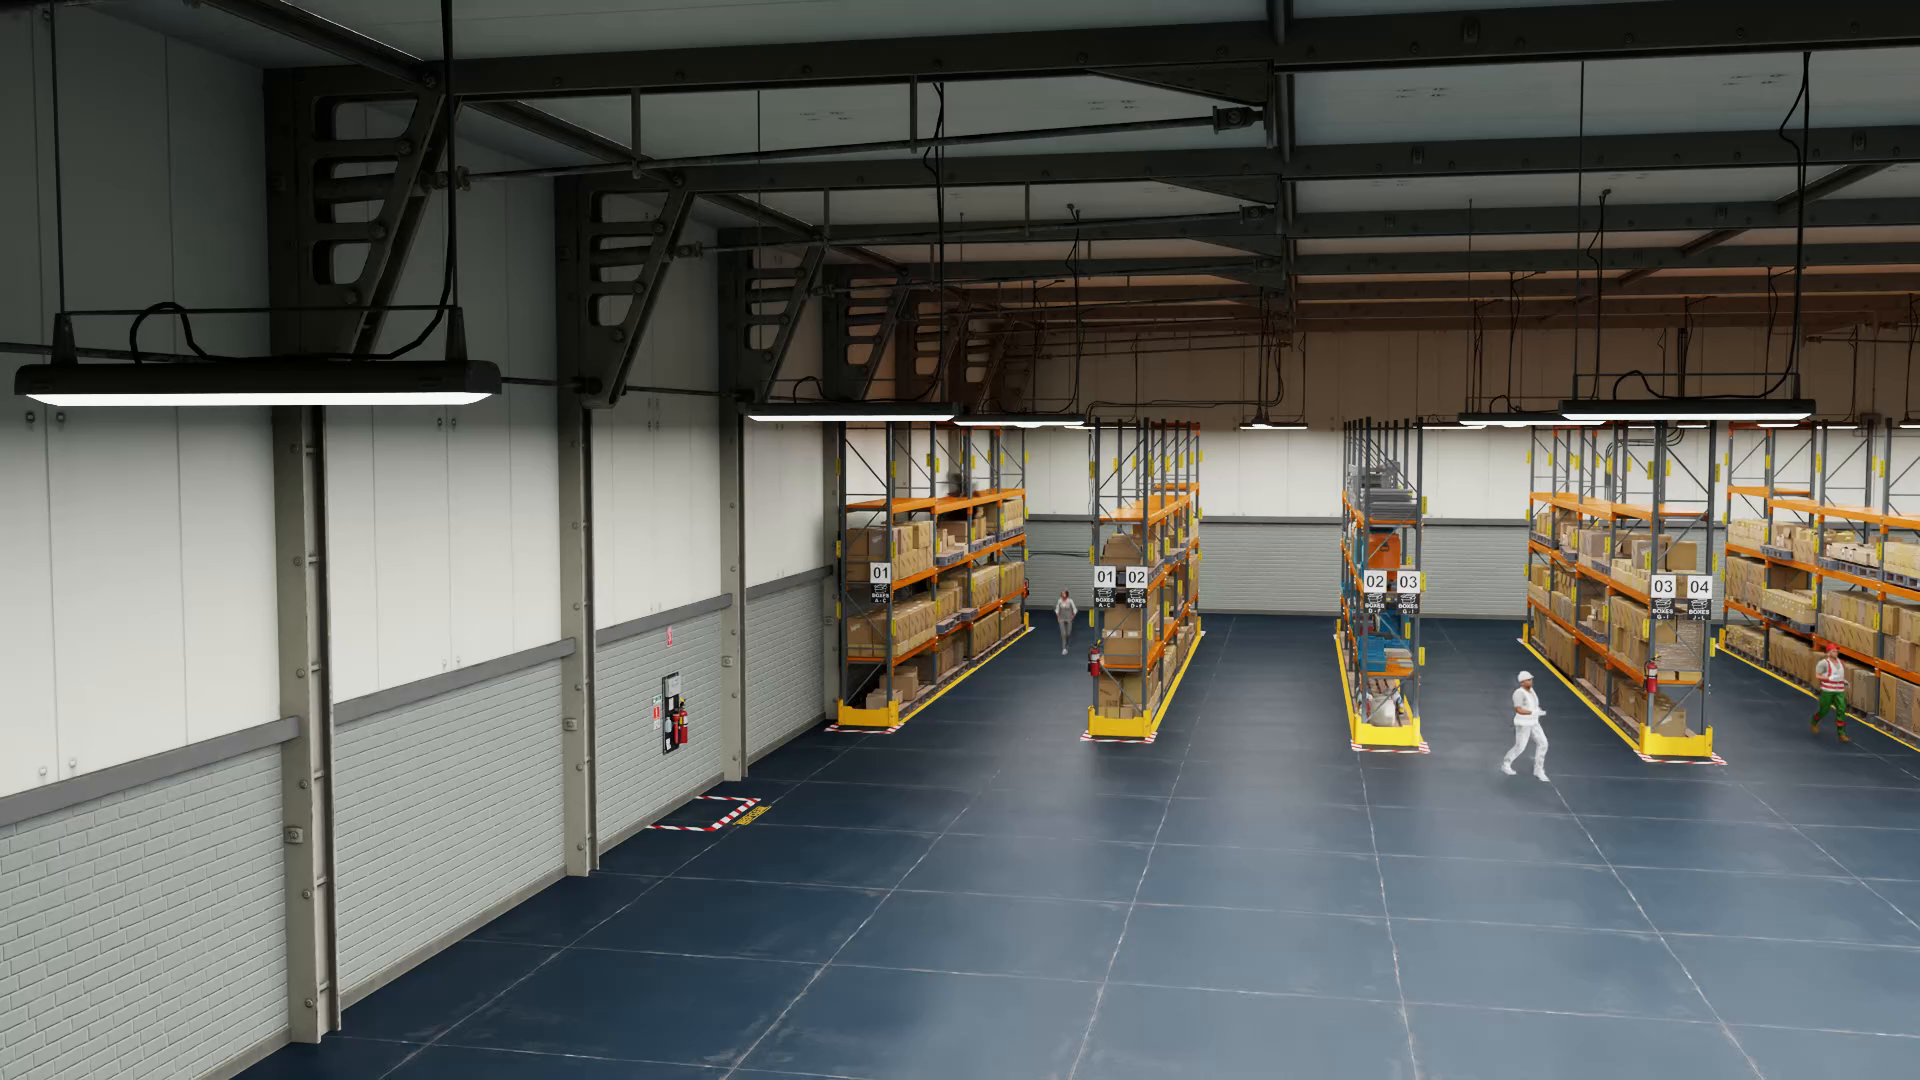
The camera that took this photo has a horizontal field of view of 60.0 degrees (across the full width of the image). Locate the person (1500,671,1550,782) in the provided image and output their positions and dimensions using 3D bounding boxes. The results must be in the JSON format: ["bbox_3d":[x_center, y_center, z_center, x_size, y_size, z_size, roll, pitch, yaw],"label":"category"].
[{"bbox_3d":[9.326,3.065,27.423,0.684,1.821,0.795,-3,5,-43],"label":"person"}]

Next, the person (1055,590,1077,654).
[{"bbox_3d":[2.593,2.053,40.874,0.536,1.483,0.457,1,4,11],"label":"person"}]

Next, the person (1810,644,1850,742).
[{"bbox_3d":[16.192,2.804,30.879,0.666,1.763,0.985,0,4,-4],"label":"person"}]
